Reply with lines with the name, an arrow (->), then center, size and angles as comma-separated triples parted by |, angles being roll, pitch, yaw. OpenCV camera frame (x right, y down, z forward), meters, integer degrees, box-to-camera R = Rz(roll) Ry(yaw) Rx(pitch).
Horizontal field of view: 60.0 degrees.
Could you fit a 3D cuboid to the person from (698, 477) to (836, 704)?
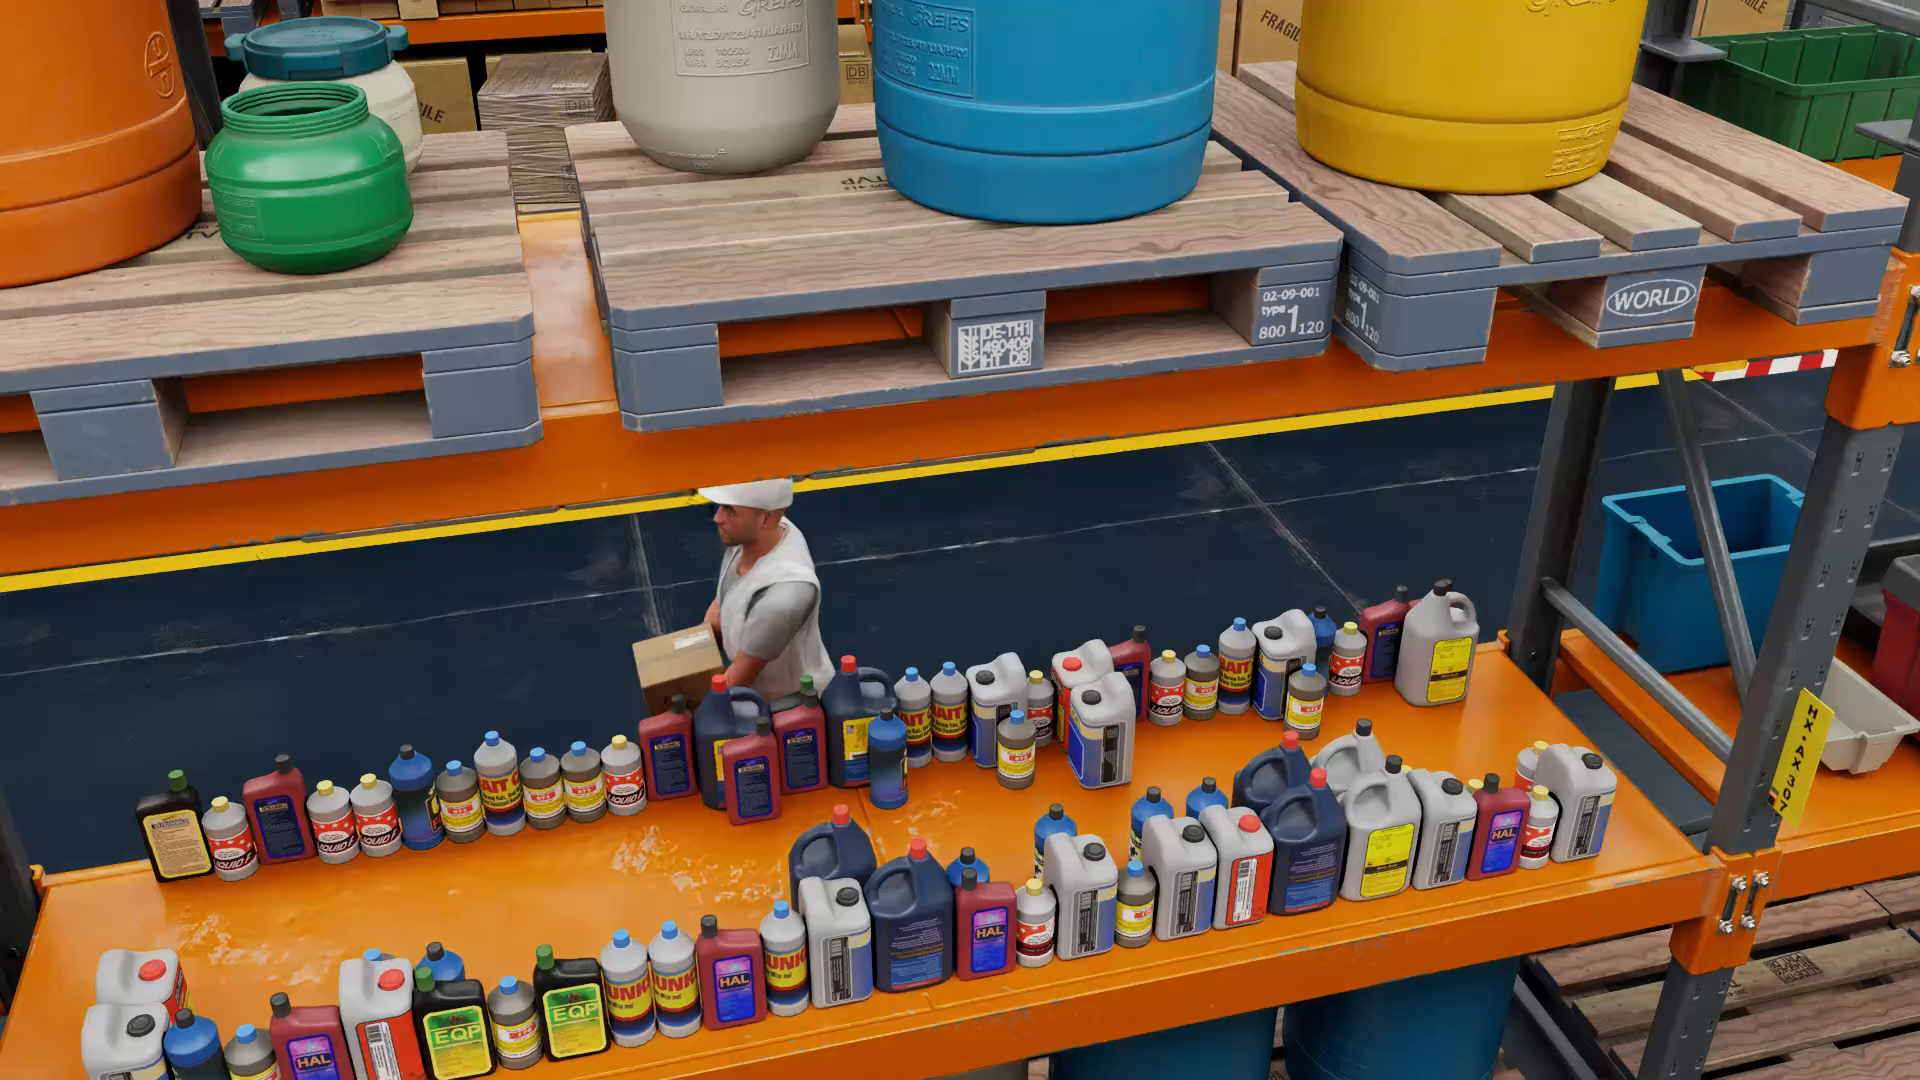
person -> -0.660, 0.536, 5.179 | 0.560, 1.784, 0.495 | -8, 31, -14
